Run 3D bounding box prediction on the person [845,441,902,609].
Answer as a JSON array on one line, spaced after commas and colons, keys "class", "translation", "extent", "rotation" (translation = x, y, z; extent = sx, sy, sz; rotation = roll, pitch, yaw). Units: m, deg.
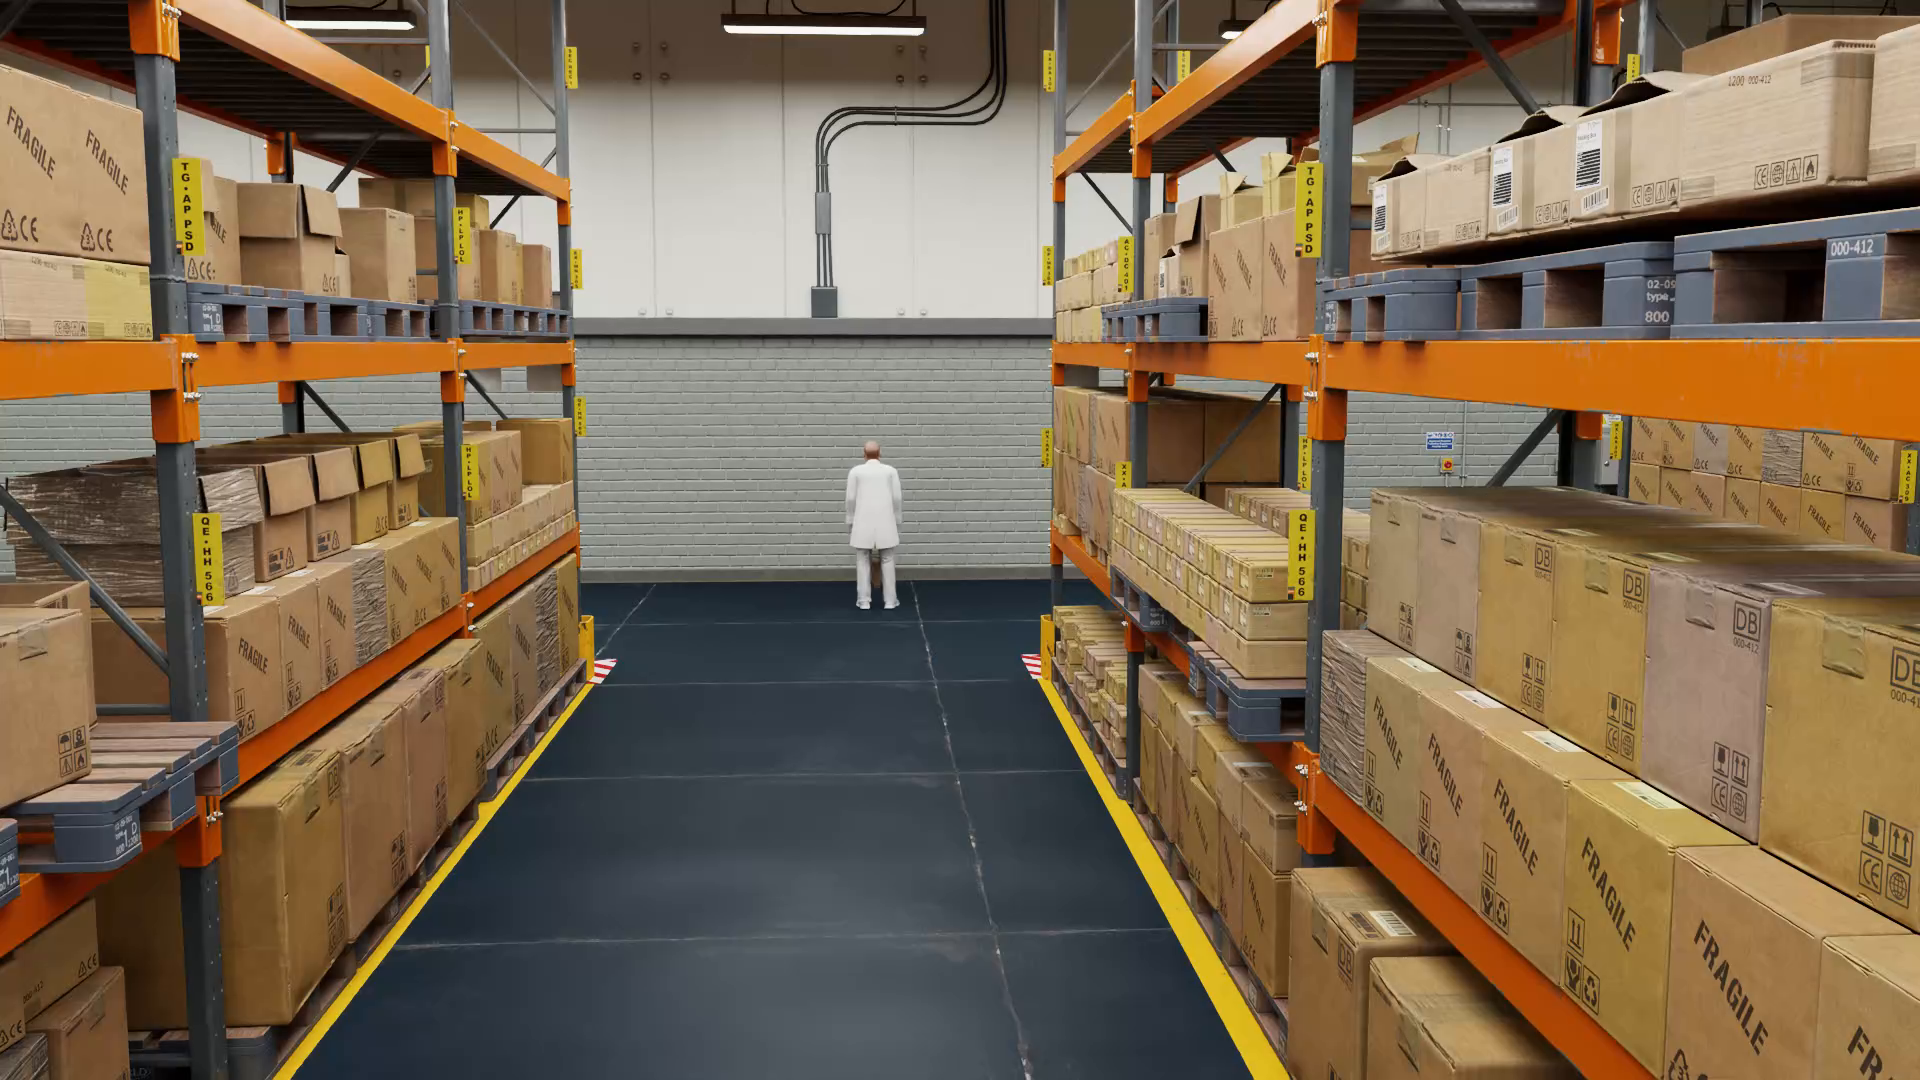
[{"class": "person", "translation": [-0.915, -0.160, 17.657], "extent": [0.601, 1.776, 0.425], "rotation": [-1, 7, -6]}]
